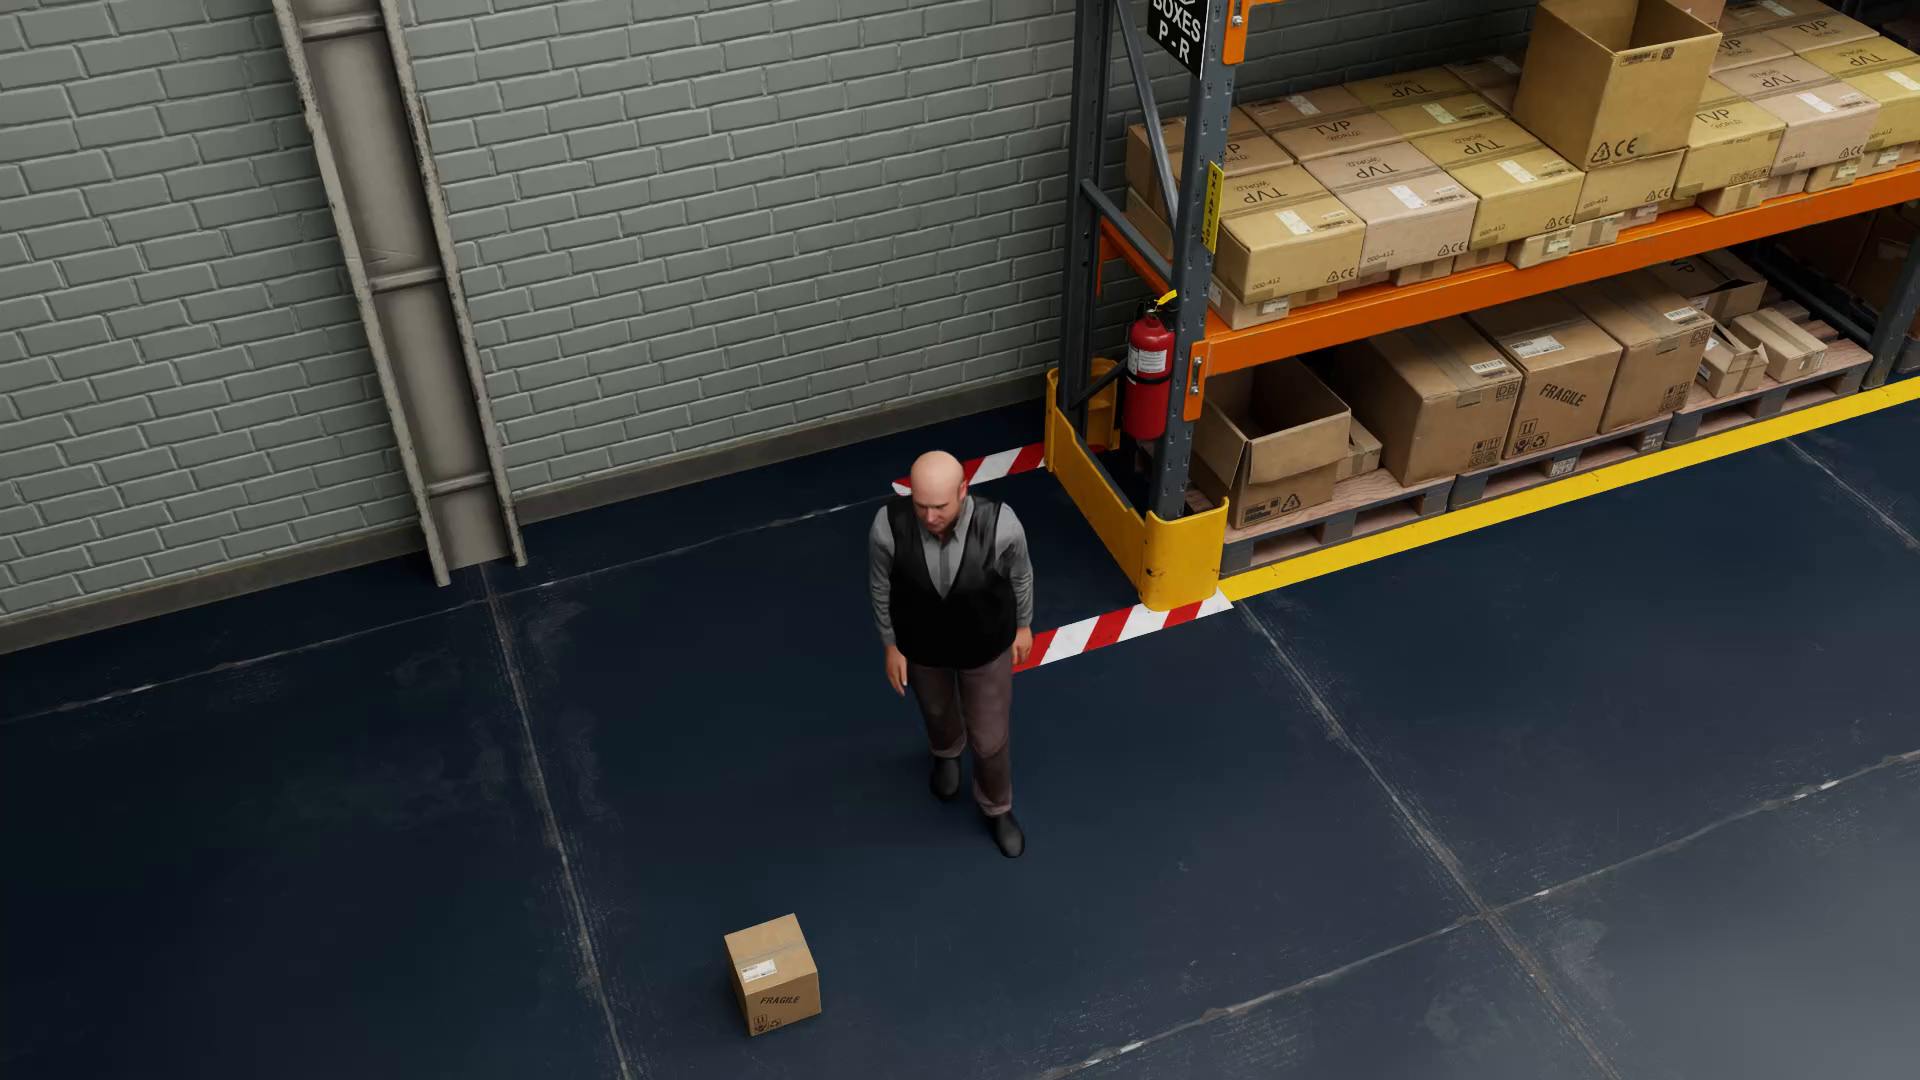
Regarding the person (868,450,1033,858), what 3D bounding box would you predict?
[{"bbox_3d":[-0.015,0.348,5.800,0.576,1.758,0.524,5,42,6],"label":"person"}]
